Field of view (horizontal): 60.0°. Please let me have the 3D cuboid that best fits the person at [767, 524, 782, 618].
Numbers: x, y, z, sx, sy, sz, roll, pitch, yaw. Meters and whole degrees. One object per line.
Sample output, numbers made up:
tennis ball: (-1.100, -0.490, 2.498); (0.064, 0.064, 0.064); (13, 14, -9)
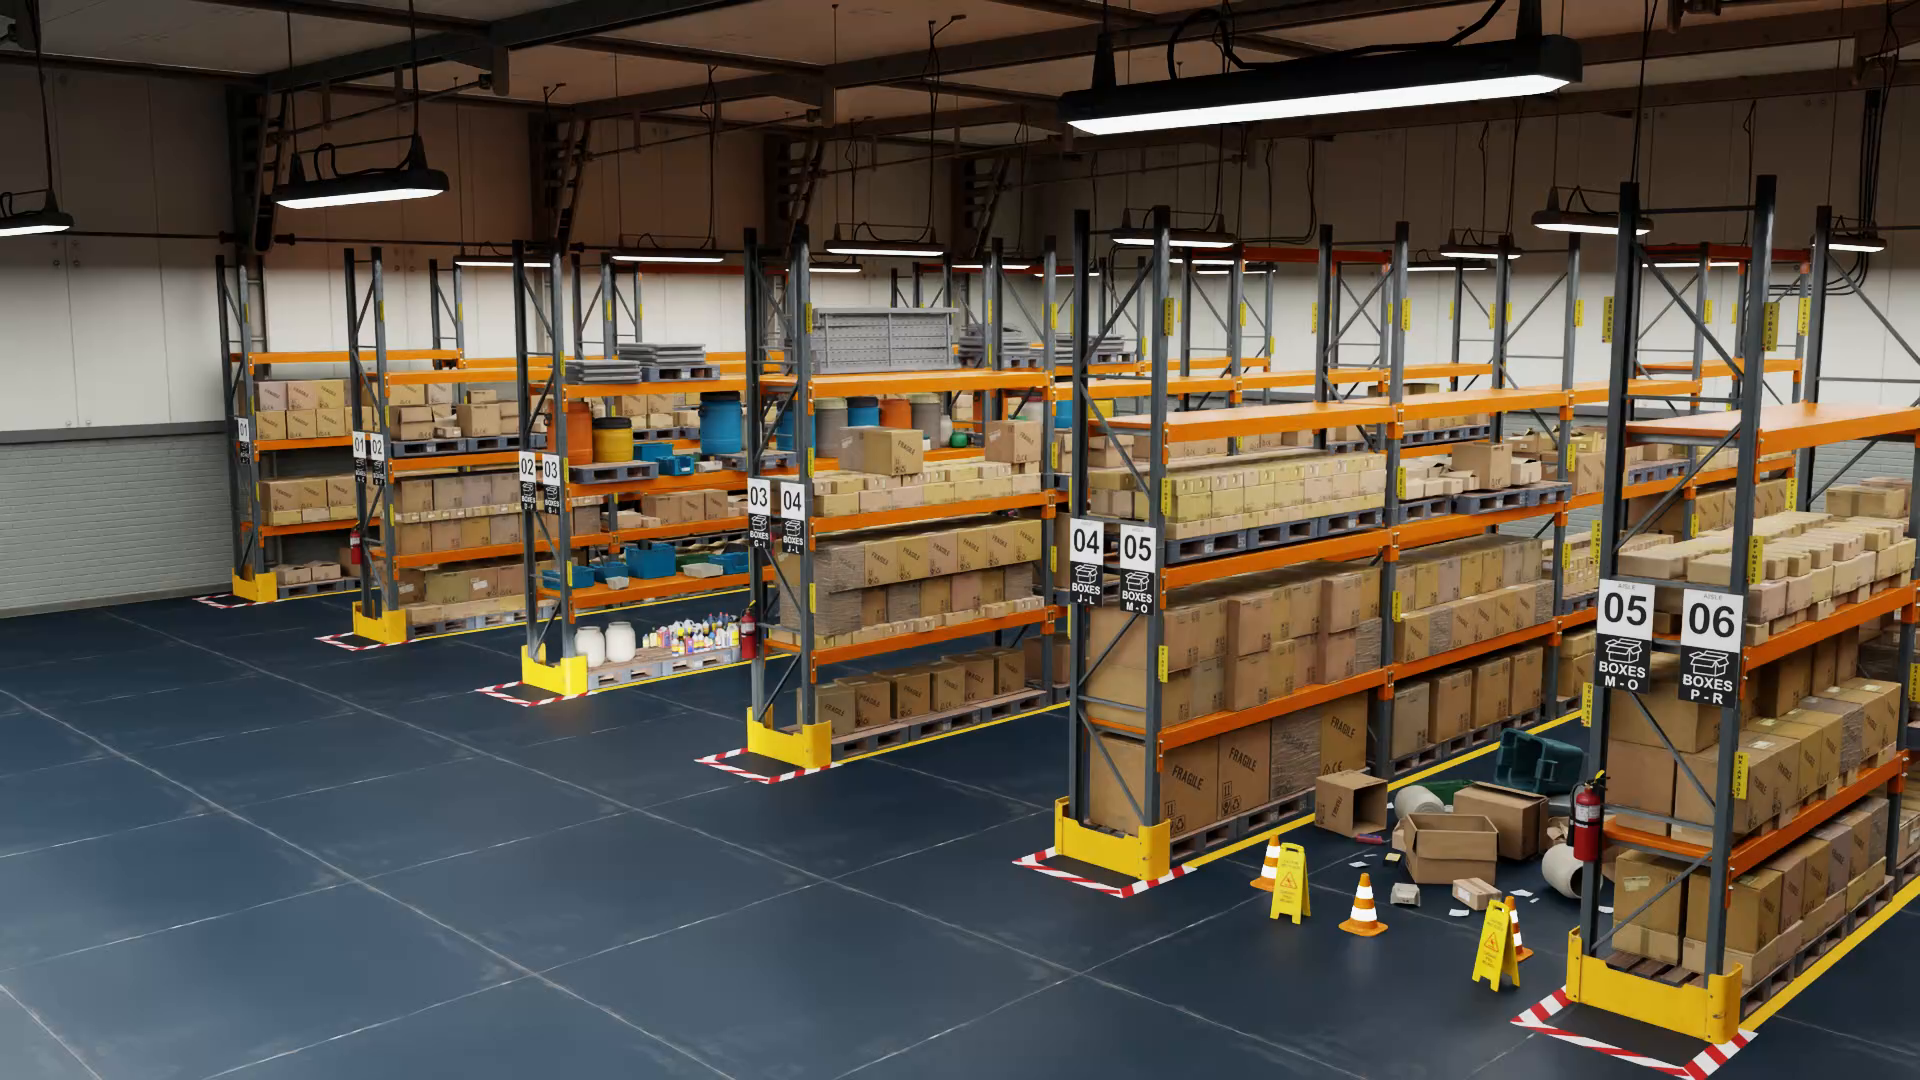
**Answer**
person: (-3.117, 0.458, 27.364); (0.559, 1.737, 0.721); (5, 9, 29)
